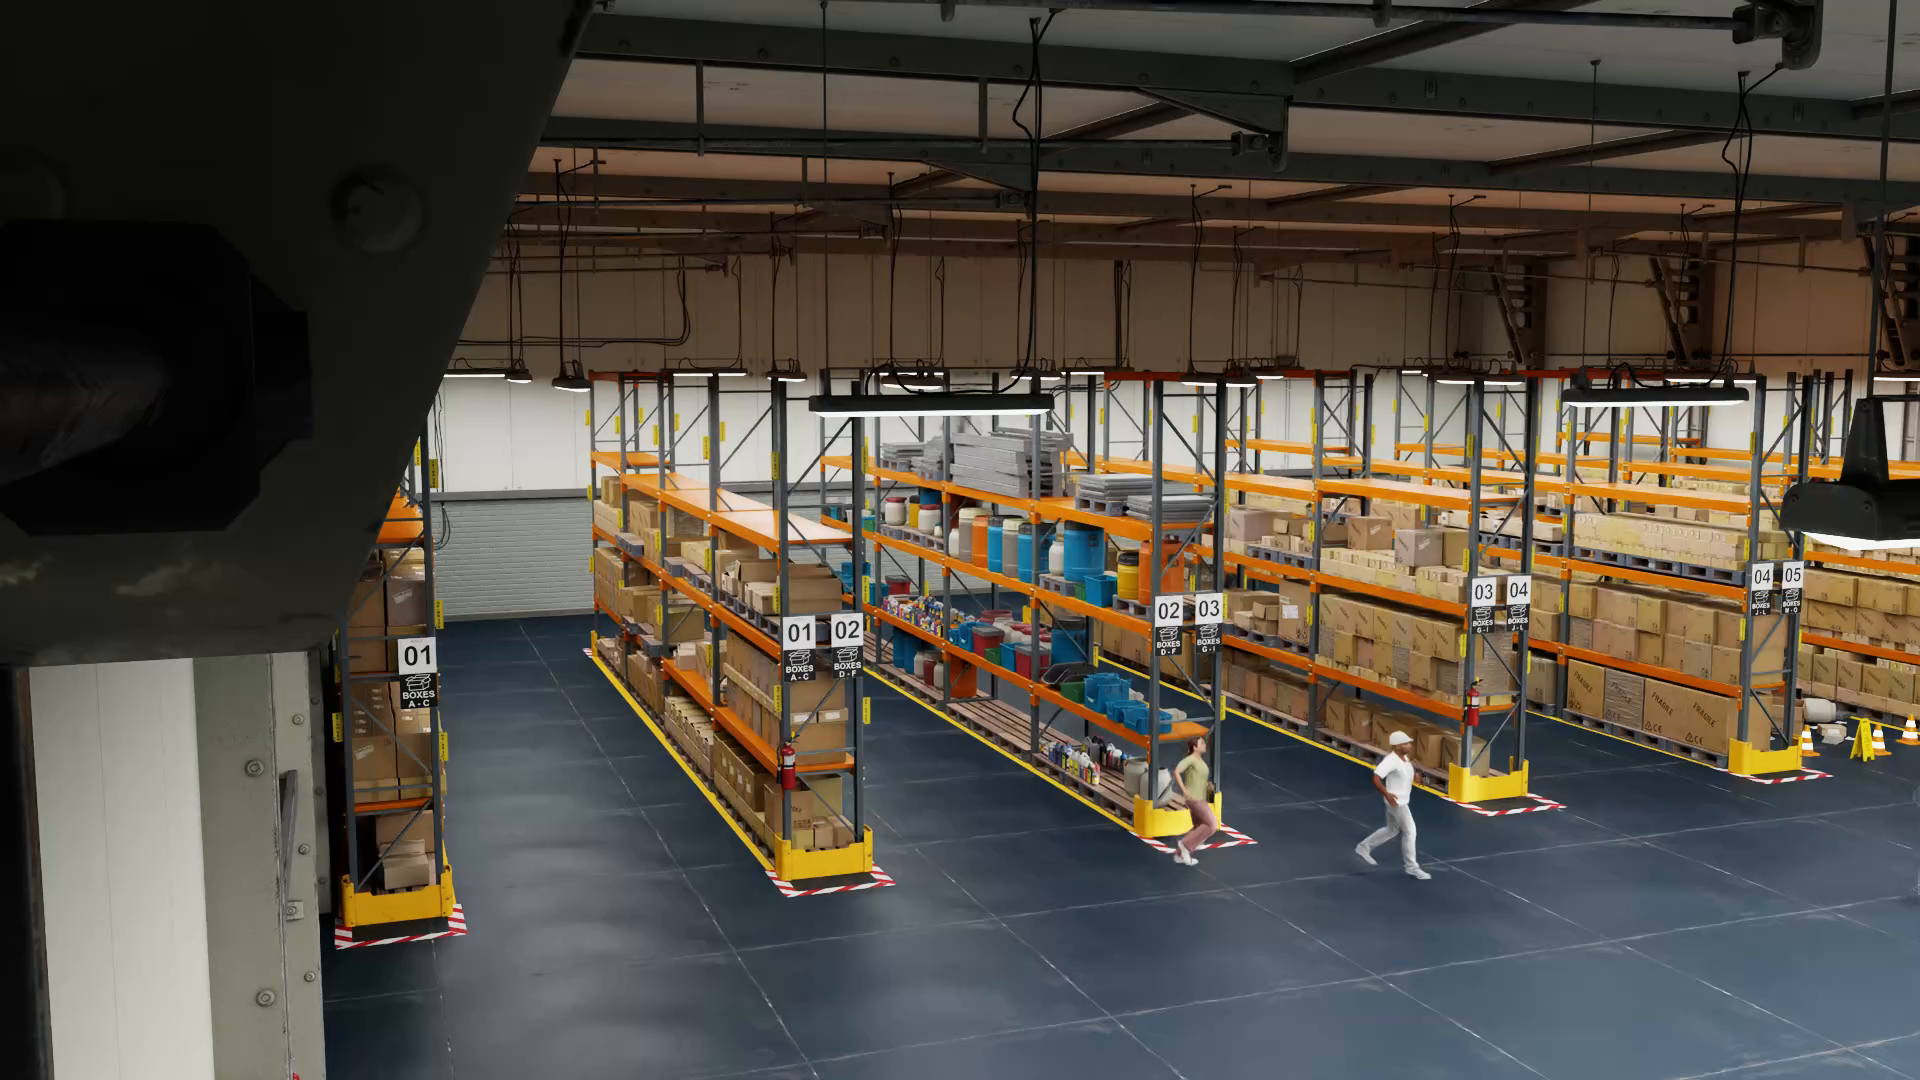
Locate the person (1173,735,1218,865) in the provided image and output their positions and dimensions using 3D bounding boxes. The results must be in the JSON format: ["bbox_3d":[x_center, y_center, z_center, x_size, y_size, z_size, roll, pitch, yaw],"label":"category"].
[{"bbox_3d":[2.956,3.218,20.656,0.551,1.601,0.580,2,7,18],"label":"person"}]

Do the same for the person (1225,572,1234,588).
[{"bbox_3d":[6.658,0.887,41.564,0.869,1.603,0.637,2,7,17],"label":"person"}]

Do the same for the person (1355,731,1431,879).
[{"bbox_3d":[5.293,3.195,20.255,0.915,1.781,0.682,2,7,19],"label":"person"}]
